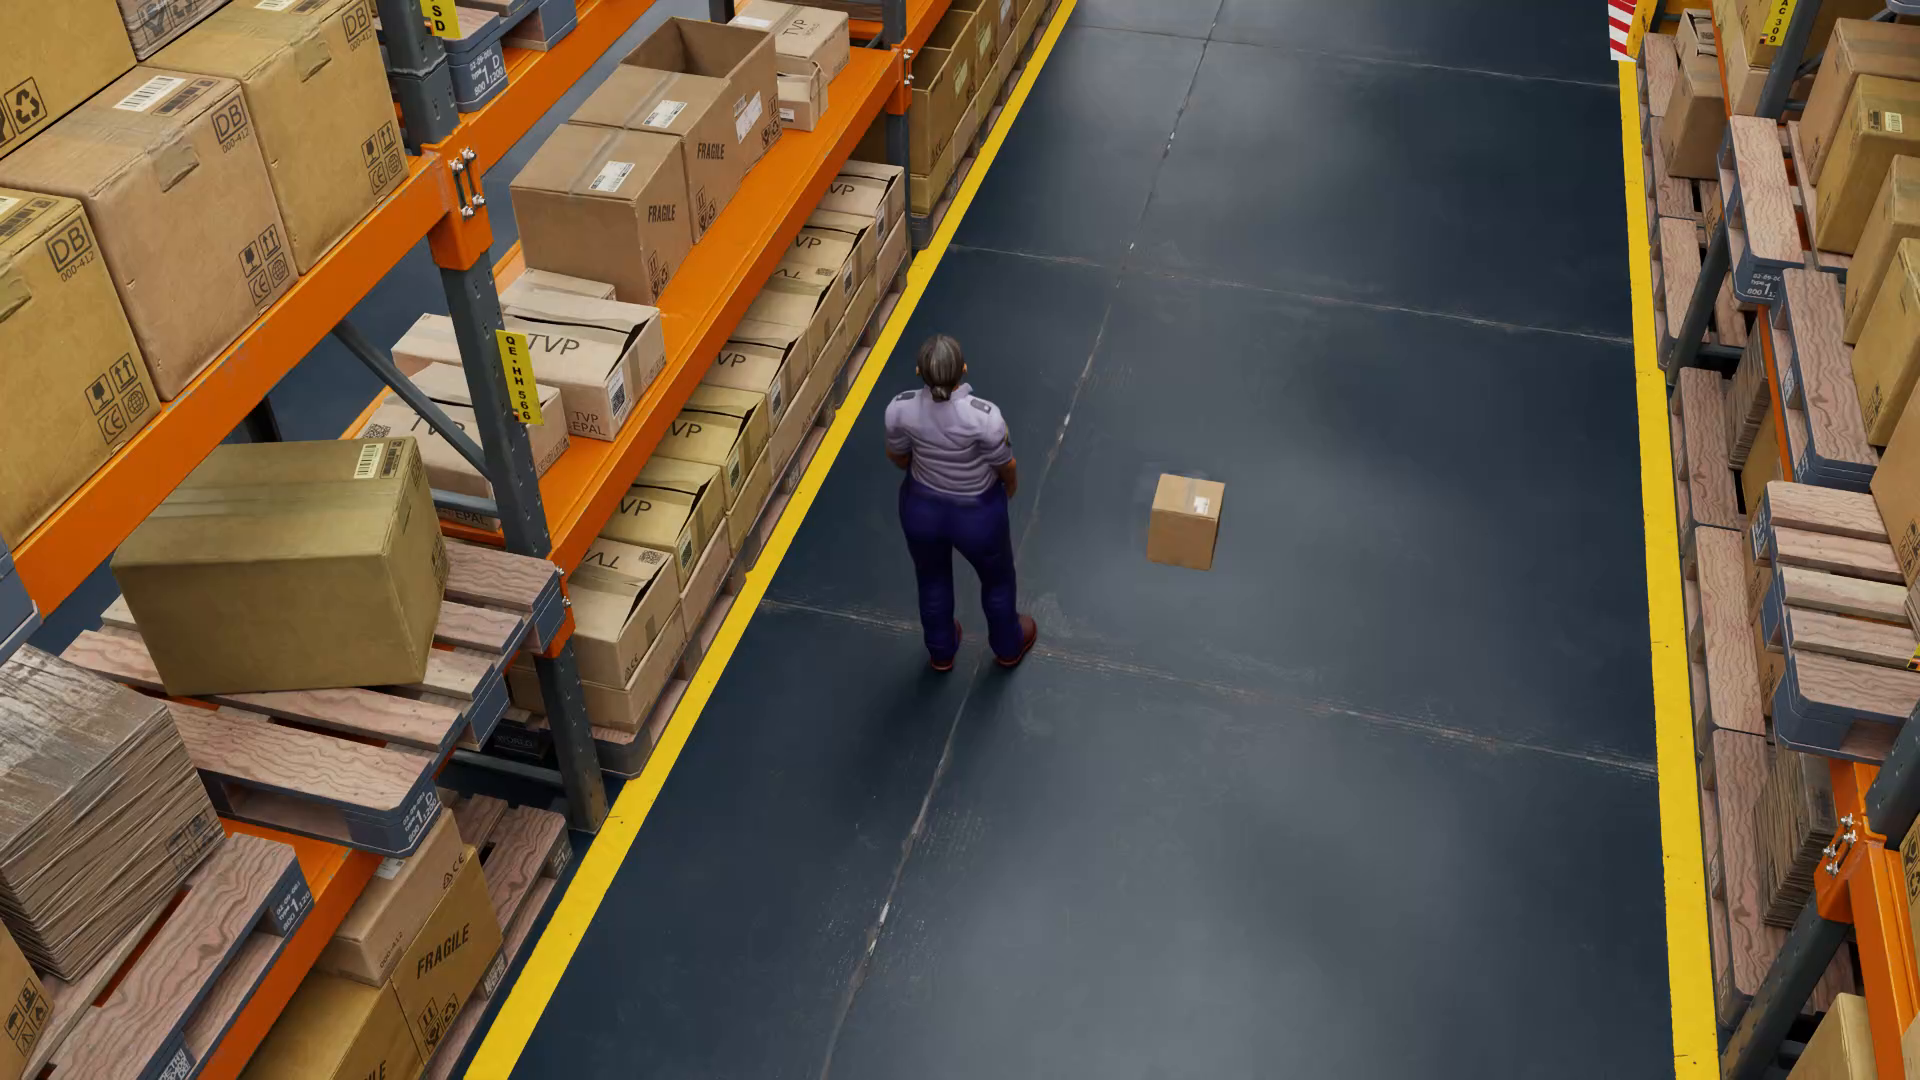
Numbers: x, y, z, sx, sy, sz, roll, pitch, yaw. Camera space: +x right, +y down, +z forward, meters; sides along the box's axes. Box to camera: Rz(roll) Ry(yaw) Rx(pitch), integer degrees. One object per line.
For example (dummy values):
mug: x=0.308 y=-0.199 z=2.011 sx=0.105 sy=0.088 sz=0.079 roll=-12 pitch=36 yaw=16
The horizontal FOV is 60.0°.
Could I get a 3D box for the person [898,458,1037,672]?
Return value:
person: x=0.039 y=0.079 z=6.542 sx=0.504 sy=1.028 sz=0.480 roll=10 pitch=42 yaw=11
